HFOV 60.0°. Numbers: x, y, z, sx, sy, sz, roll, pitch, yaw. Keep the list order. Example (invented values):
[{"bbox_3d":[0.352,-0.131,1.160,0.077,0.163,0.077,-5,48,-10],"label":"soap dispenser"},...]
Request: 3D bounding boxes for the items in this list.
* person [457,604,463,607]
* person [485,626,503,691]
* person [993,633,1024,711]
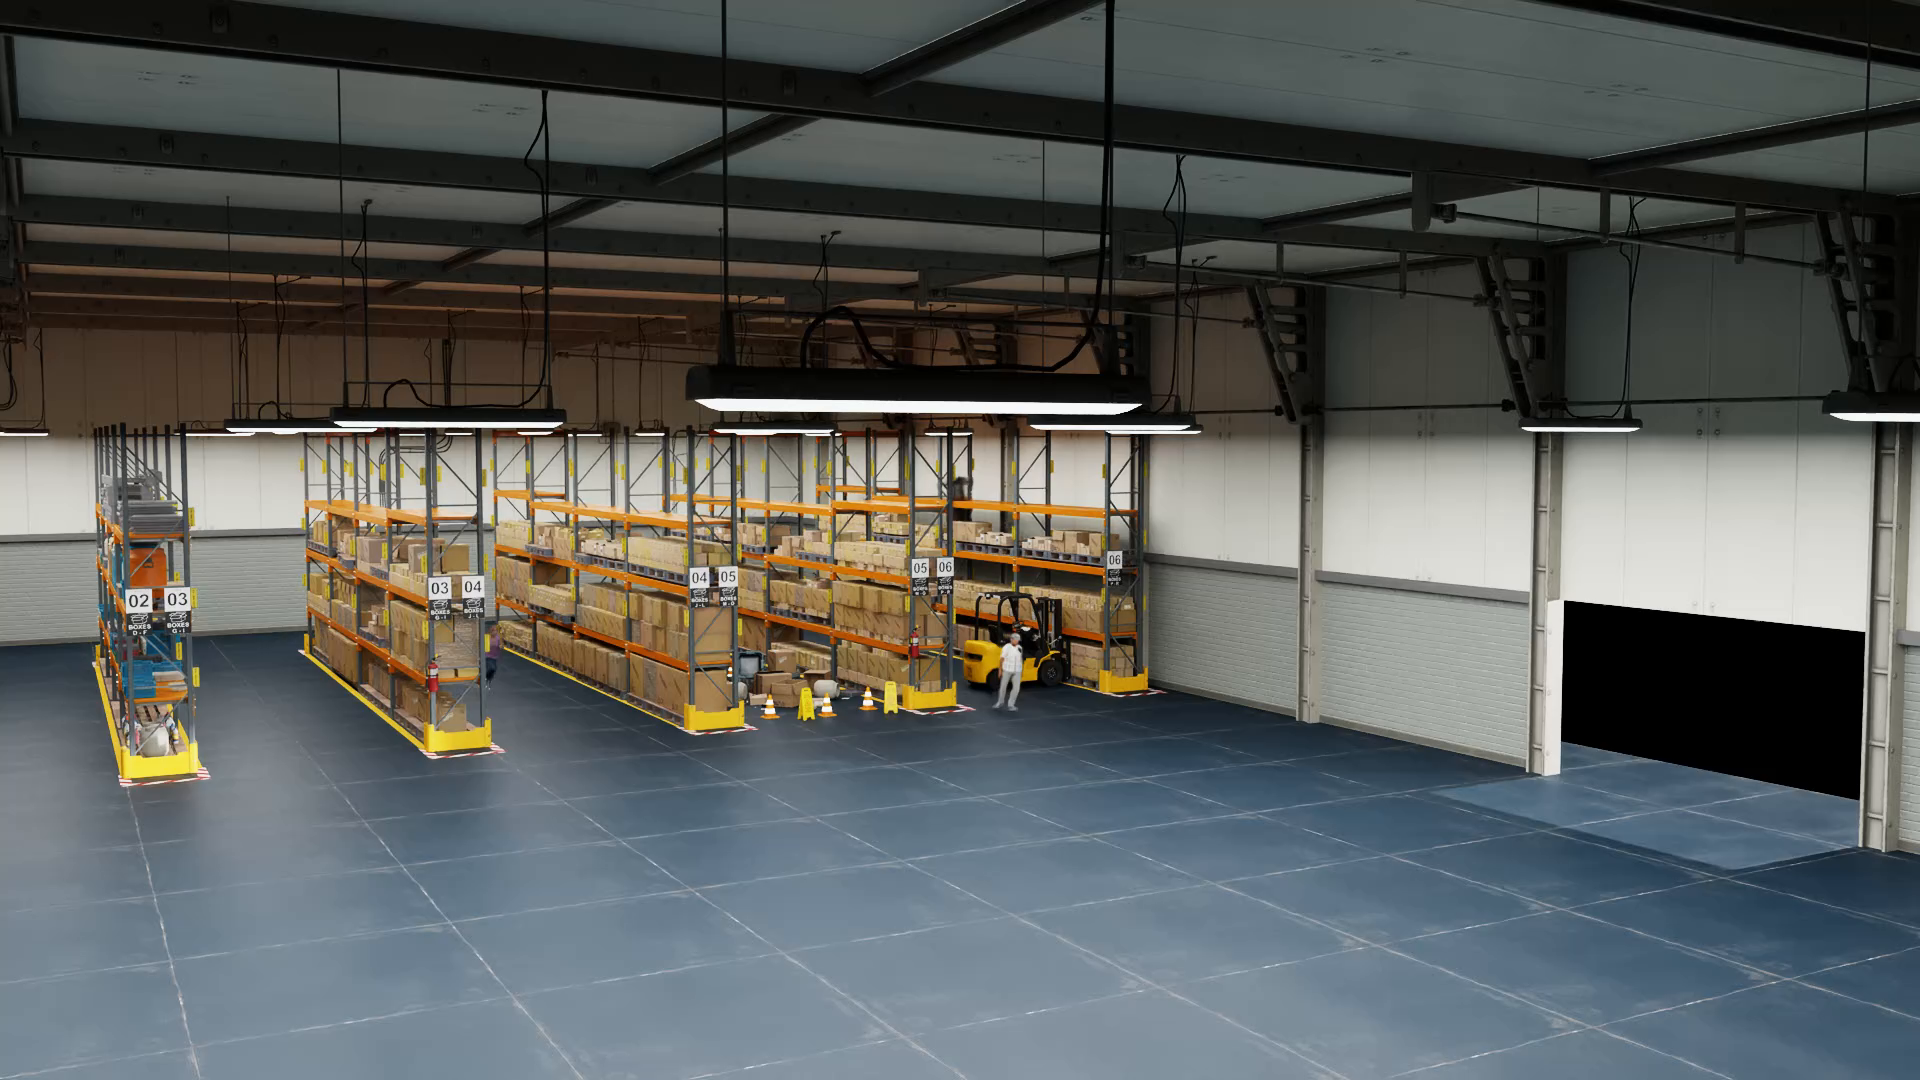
[{"bbox_3d":[-13.725,2.190,45.380,0.740,1.592,0.883,-2,4,-26],"label":"person"},{"bbox_3d":[-10.591,2.680,37.474,0.782,1.524,0.538,3,5,42],"label":"person"},{"bbox_3d":[1.025,2.780,35.096,0.625,1.639,0.496,-1,4,-20],"label":"person"}]
